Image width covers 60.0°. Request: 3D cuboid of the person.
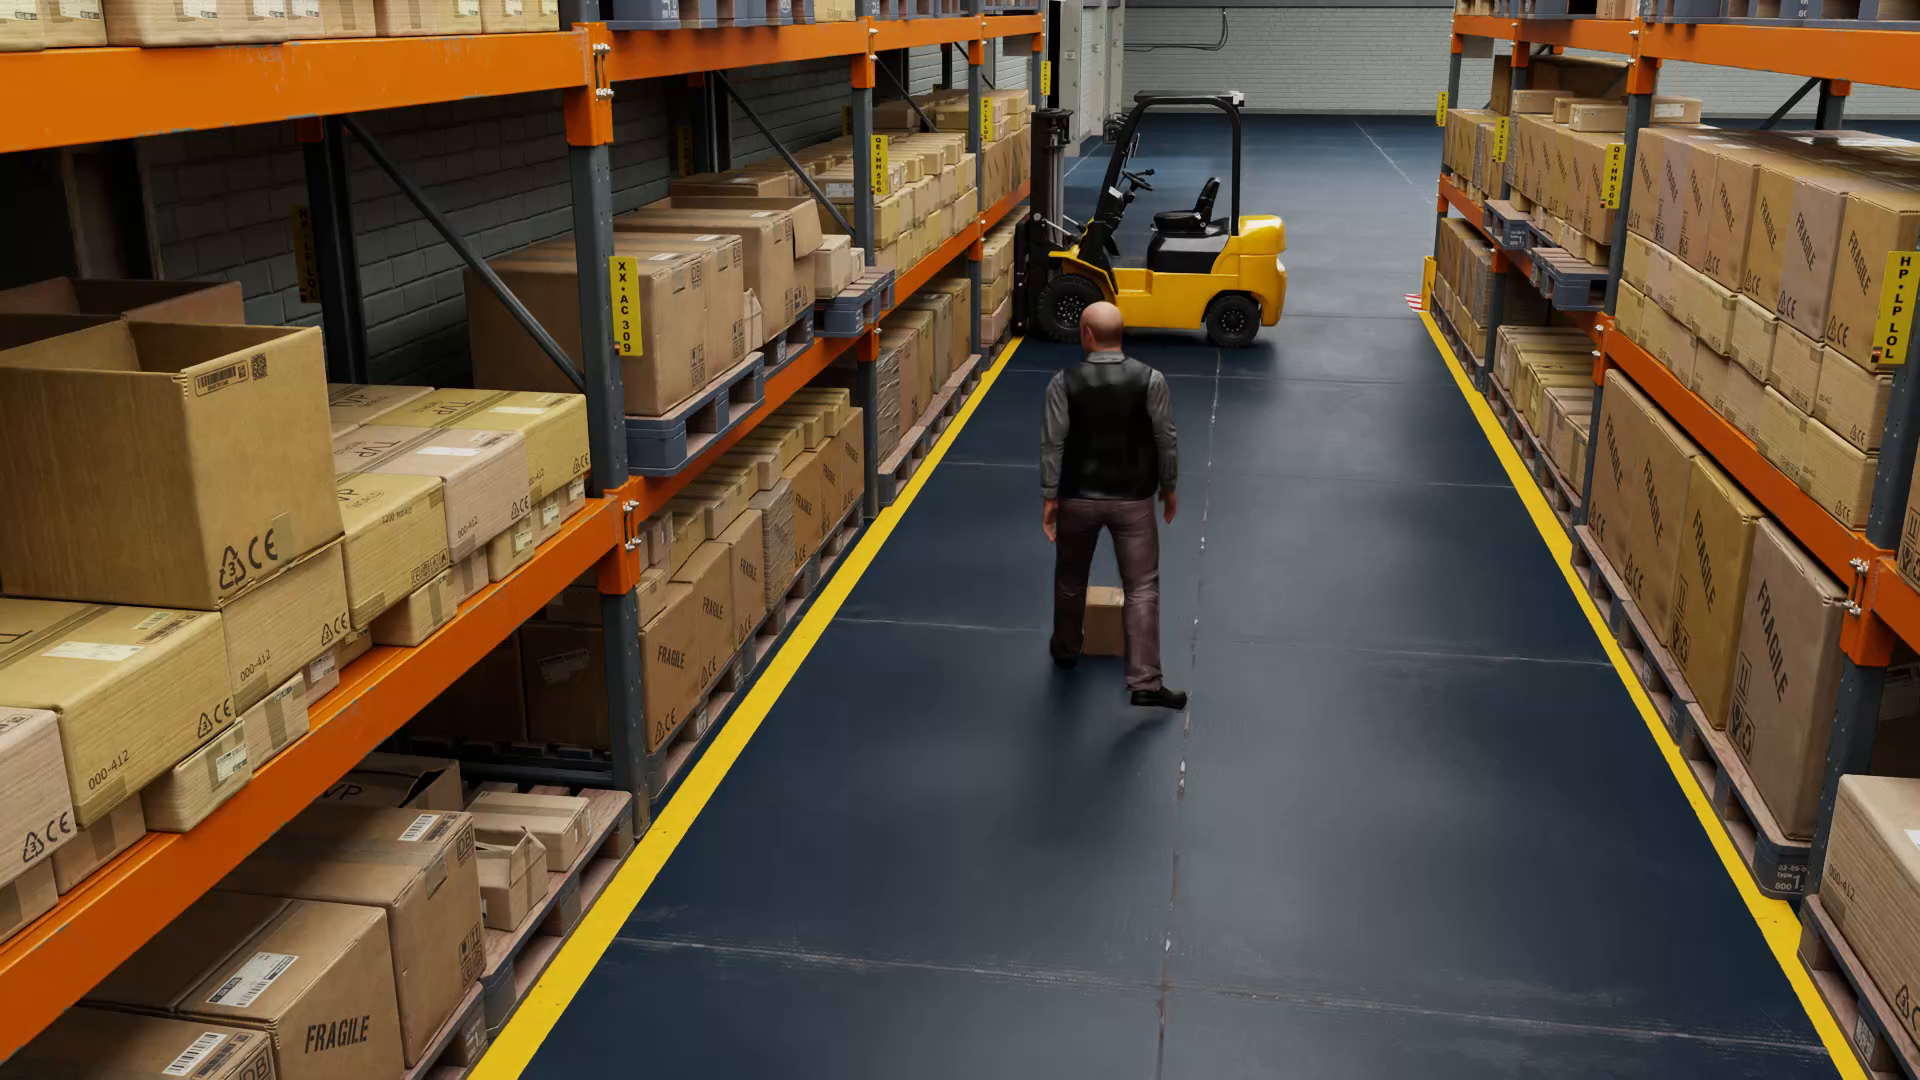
[{"bbox_3d":[0.673,-0.167,7.139,0.665,1.697,0.909,2,18,7],"label":"person"}]
